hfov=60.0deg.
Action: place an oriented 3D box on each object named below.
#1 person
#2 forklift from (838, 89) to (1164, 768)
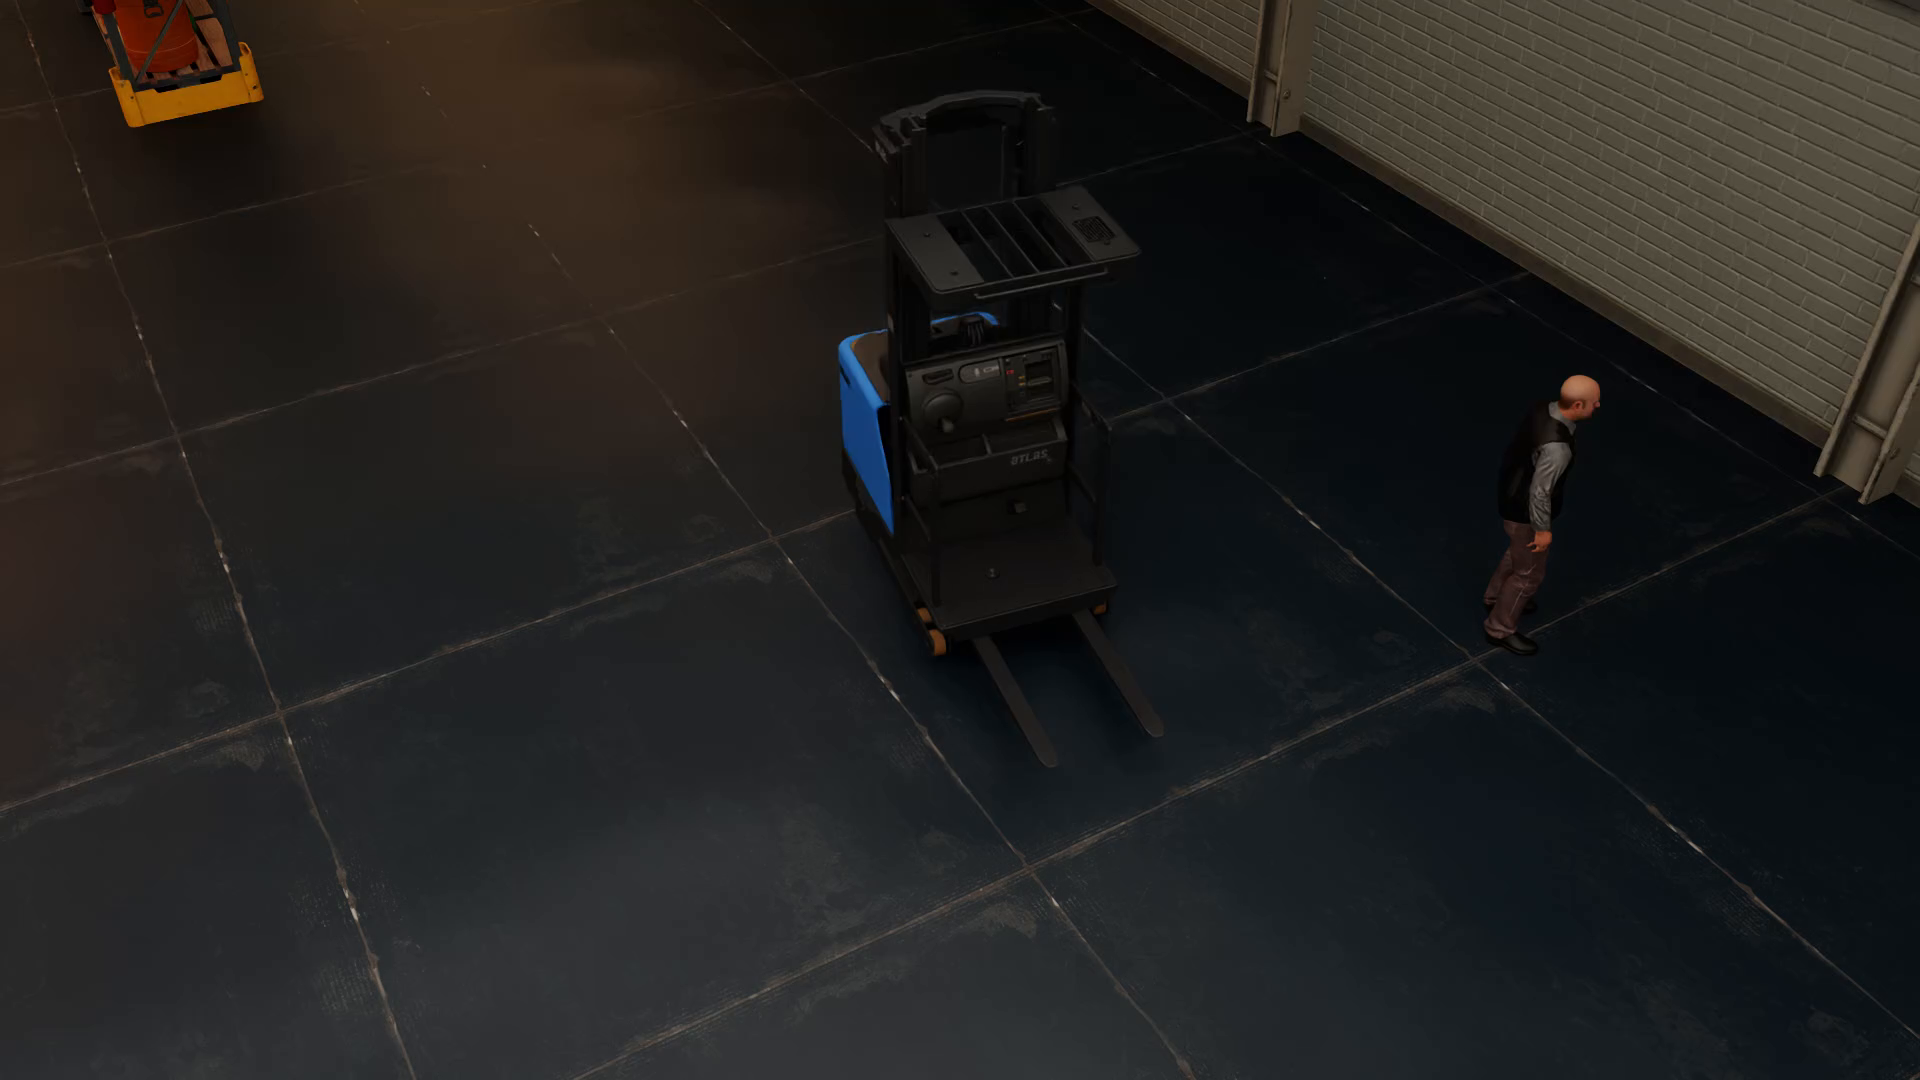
[{"bbox_3d":[3.168,-0.183,9.208,0.424,1.717,0.580,8,40,10],"label":"person"},{"bbox_3d":[0.232,-0.762,8.955,1.130,2.935,3.031,-13,42,-16],"label":"forklift"}]
